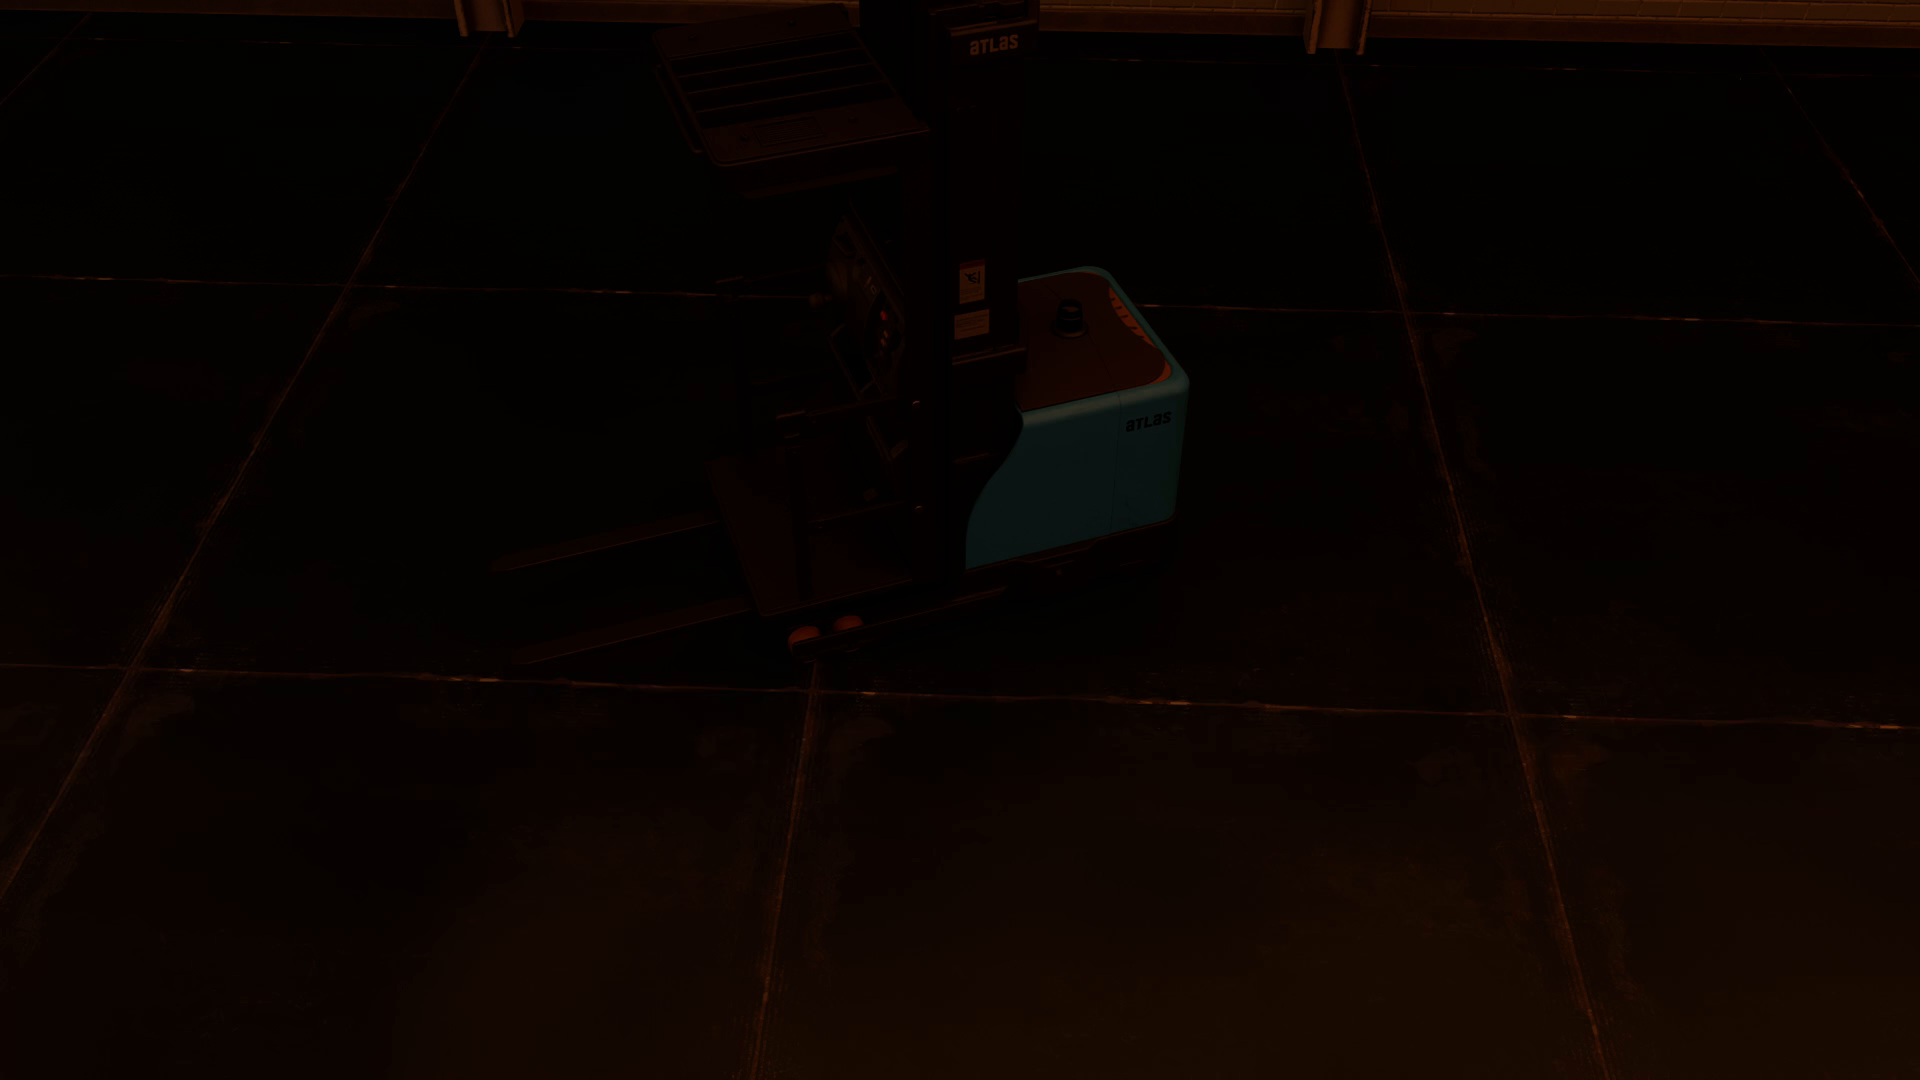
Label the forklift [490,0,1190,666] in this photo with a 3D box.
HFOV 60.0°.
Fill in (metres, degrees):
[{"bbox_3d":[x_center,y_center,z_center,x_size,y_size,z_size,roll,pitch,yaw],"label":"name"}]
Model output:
[{"bbox_3d":[-0.573,-0.945,6.778,3.031,2.935,1.130,-13,44,-14],"label":"forklift"}]
